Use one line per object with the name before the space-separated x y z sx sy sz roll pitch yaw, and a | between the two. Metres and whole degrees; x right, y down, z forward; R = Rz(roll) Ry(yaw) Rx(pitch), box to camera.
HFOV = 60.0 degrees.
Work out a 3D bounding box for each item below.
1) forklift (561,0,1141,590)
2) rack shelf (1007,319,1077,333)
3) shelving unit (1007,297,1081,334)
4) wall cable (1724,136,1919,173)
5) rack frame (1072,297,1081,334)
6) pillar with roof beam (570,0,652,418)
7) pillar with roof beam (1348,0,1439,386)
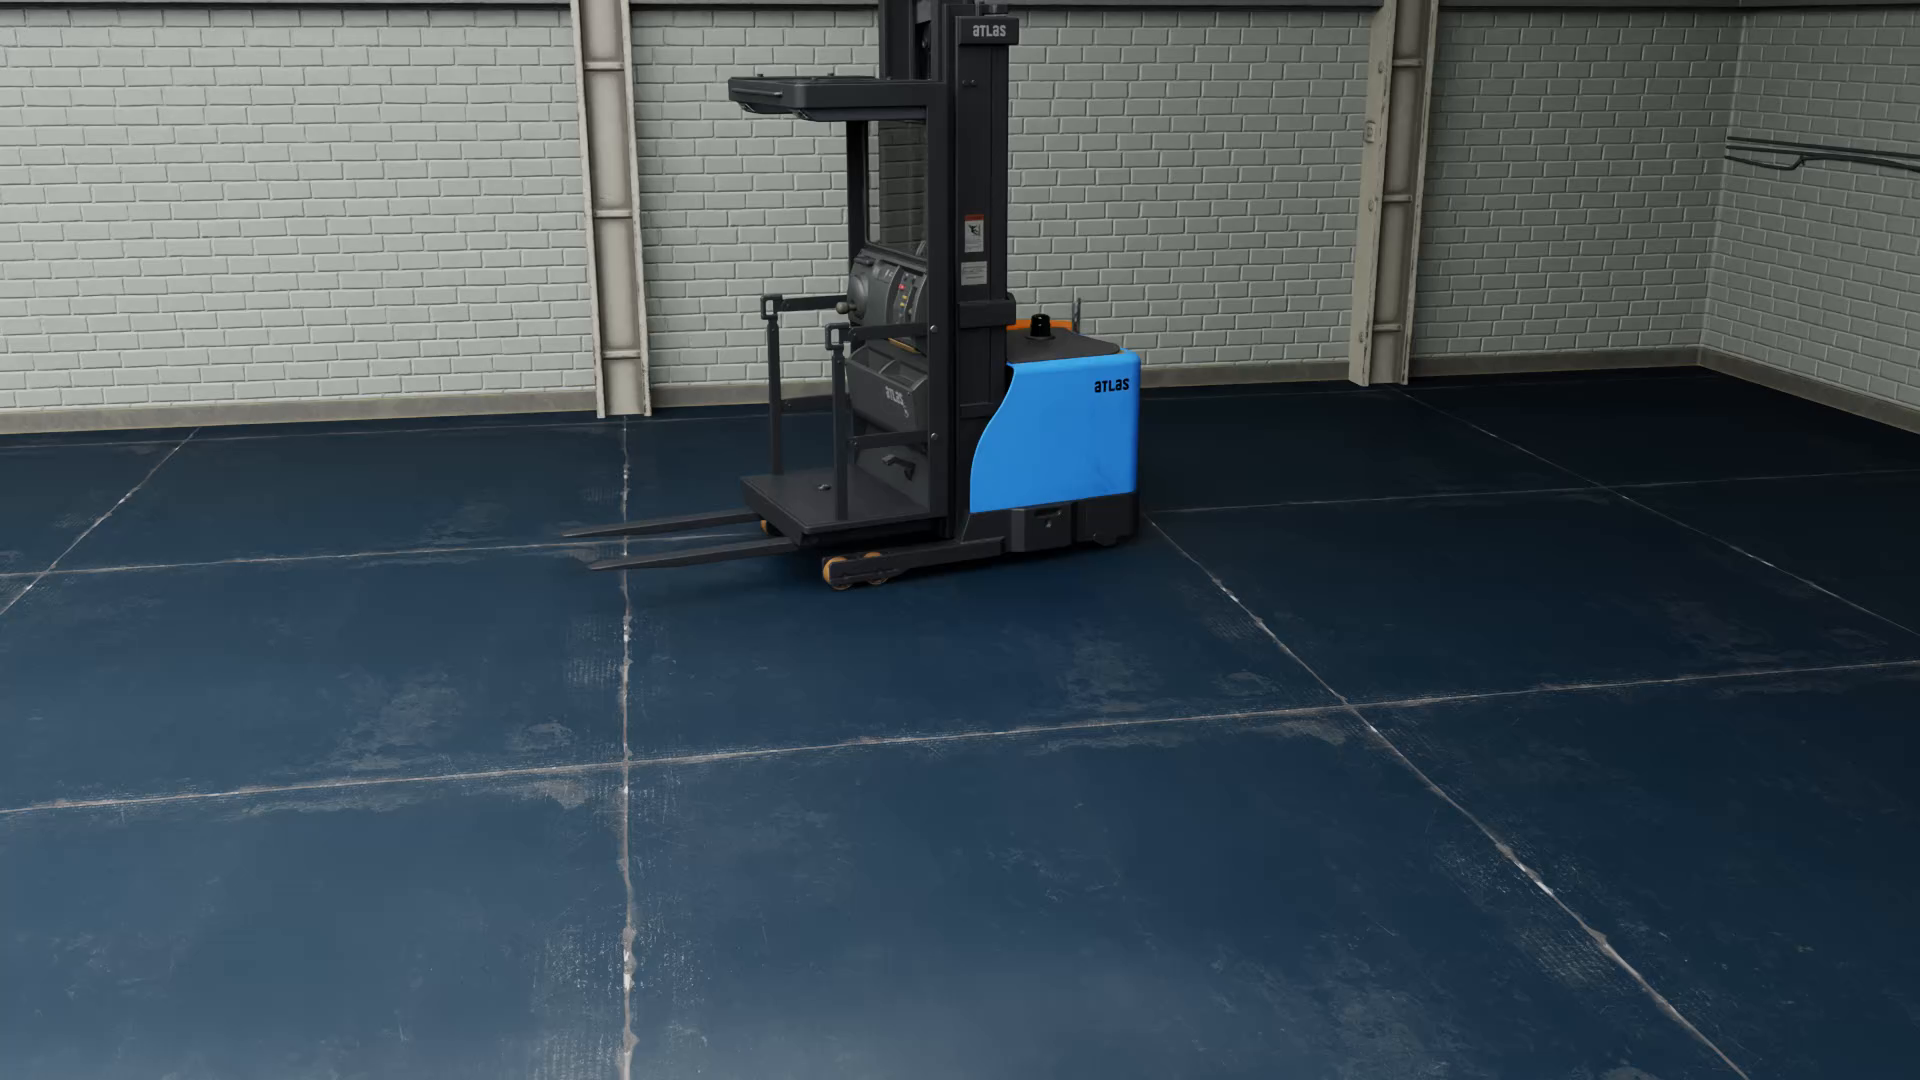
forklift | -0.569 -1.323 8.628 3.031 2.935 1.130 -8 19 -24
rack shelf | 0.451 -1.234 9.946 0.480 0.148 0.258 4 17 12
shelving unit | 0.450 -0.858 10.060 0.503 1.200 0.258 4 17 12
wall cable | 6.532 -3.887 11.930 0.112 2.526 3.097 -3 17 -10
rack frame | 0.689 -0.843 10.010 0.015 1.200 0.240 4 17 12
pillar with roof beam | -1.685 -4.013 7.052 0.400 9.000 9.100 -3 17 -10
pillar with roof beam | 4.206 -4.348 8.140 0.400 9.000 9.100 -3 17 -10
